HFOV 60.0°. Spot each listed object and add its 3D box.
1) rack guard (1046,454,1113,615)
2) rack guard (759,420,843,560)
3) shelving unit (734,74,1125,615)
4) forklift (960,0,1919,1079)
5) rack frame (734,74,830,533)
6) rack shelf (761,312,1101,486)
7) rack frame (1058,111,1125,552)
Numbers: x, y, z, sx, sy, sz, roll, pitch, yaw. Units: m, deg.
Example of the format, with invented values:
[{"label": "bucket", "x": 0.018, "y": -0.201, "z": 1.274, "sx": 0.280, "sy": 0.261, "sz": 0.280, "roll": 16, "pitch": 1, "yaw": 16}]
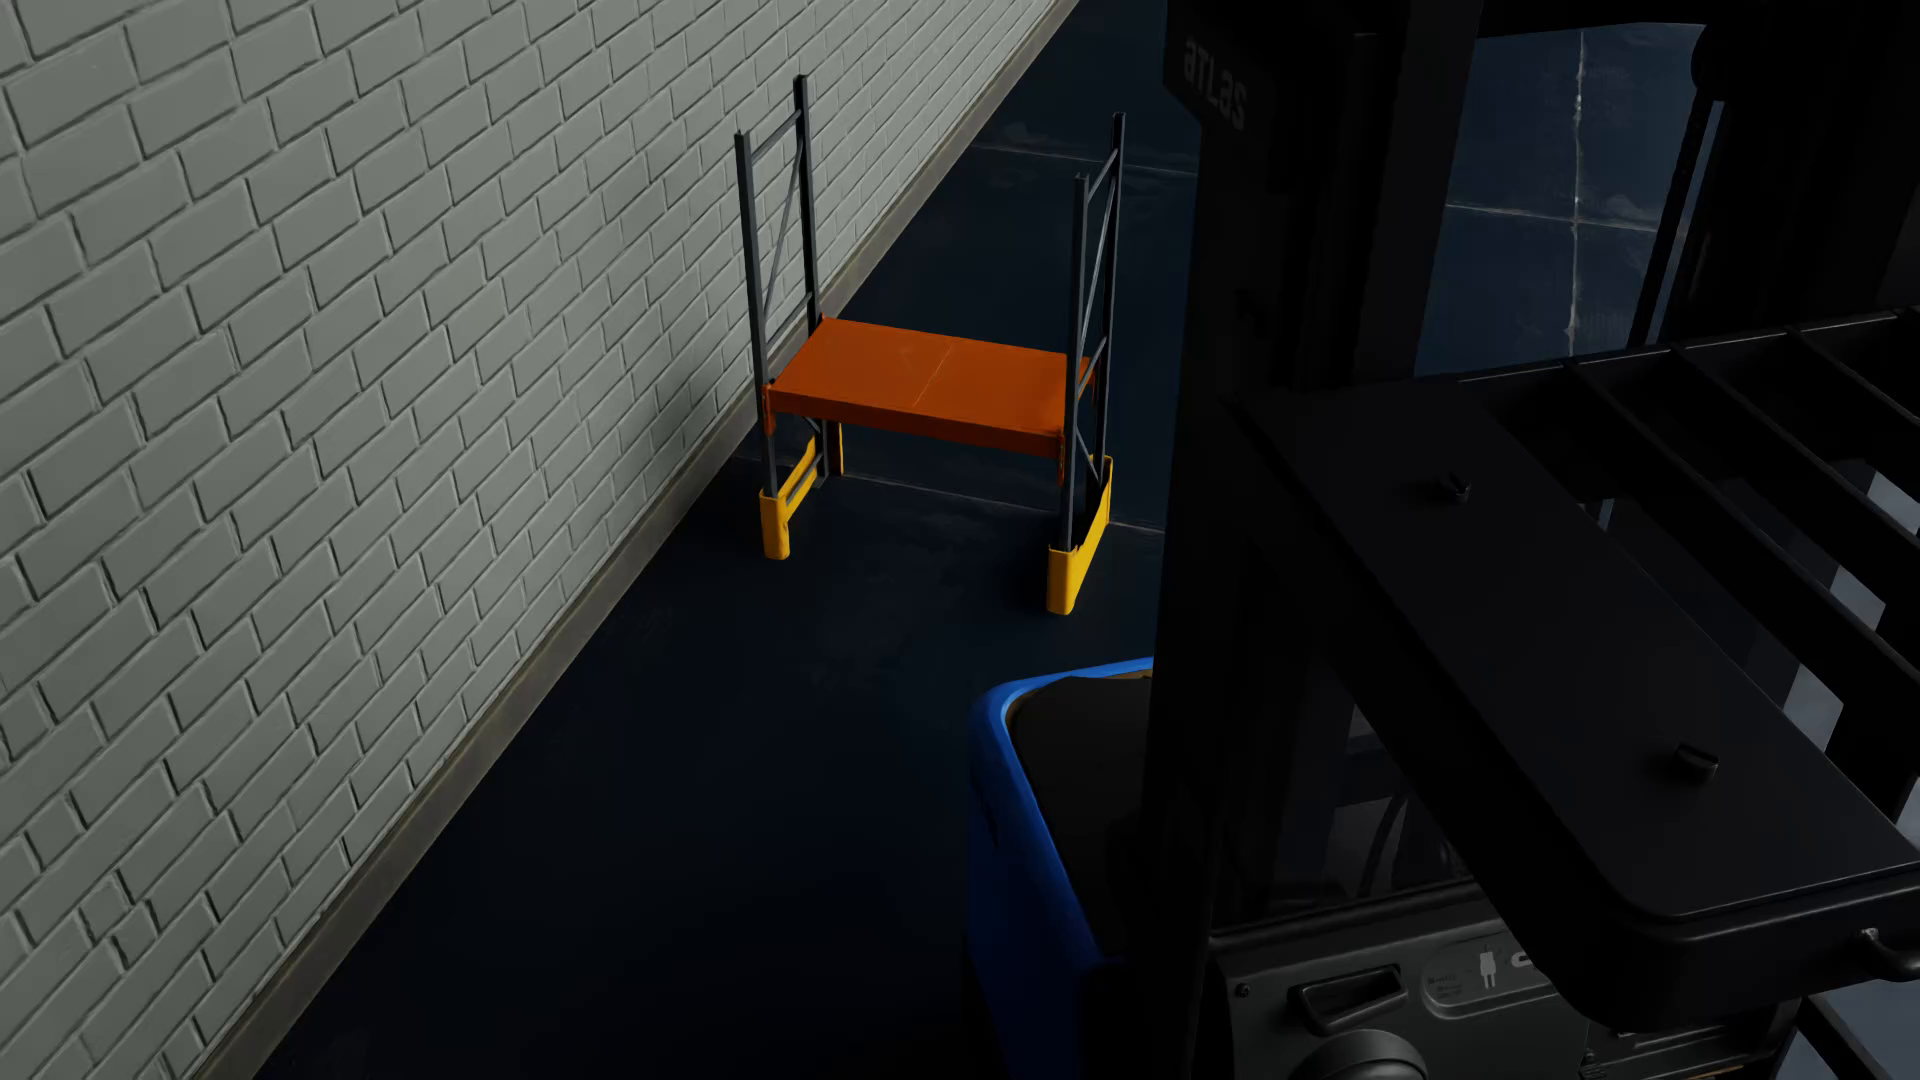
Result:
[{"label": "rack guard", "x": 0.403, "y": -0.026, "z": 5.575, "sx": 0.087, "sy": 0.250, "sz": 0.587, "roll": 10, "pitch": 38, "yaw": 14}, {"label": "rack guard", "x": -0.548, "y": -0.202, "z": 5.814, "sx": 0.087, "sy": 0.250, "sz": 0.587, "roll": 10, "pitch": 38, "yaw": 14}, {"label": "shelving unit", "x": -0.073, "y": -0.618, "z": 5.324, "sx": 1.083, "sy": 1.500, "sz": 0.587, "roll": 10, "pitch": 38, "yaw": 14}, {"label": "forklift", "x": 0.874, "y": 0.766, "z": 2.236, "sx": 1.130, "sy": 2.935, "sz": 3.031, "roll": -9, "pitch": 37, "yaw": -12}, {"label": "rack frame", "x": -0.567, "y": -0.709, "z": 5.448, "sx": 0.032, "sy": 1.500, "sz": 0.500, "roll": 10, "pitch": 38, "yaw": 14}, {"label": "rack shelf", "x": -0.081, "y": -0.474, "z": 5.433, "sx": 1.000, "sy": 0.185, "sz": 0.538, "roll": 10, "pitch": 38, "yaw": 14}, {"label": "rack frame", "x": 0.404, "y": -0.529, "z": 5.204, "sx": 0.032, "sy": 1.500, "sz": 0.500, "roll": 10, "pitch": 38, "yaw": 14}]
